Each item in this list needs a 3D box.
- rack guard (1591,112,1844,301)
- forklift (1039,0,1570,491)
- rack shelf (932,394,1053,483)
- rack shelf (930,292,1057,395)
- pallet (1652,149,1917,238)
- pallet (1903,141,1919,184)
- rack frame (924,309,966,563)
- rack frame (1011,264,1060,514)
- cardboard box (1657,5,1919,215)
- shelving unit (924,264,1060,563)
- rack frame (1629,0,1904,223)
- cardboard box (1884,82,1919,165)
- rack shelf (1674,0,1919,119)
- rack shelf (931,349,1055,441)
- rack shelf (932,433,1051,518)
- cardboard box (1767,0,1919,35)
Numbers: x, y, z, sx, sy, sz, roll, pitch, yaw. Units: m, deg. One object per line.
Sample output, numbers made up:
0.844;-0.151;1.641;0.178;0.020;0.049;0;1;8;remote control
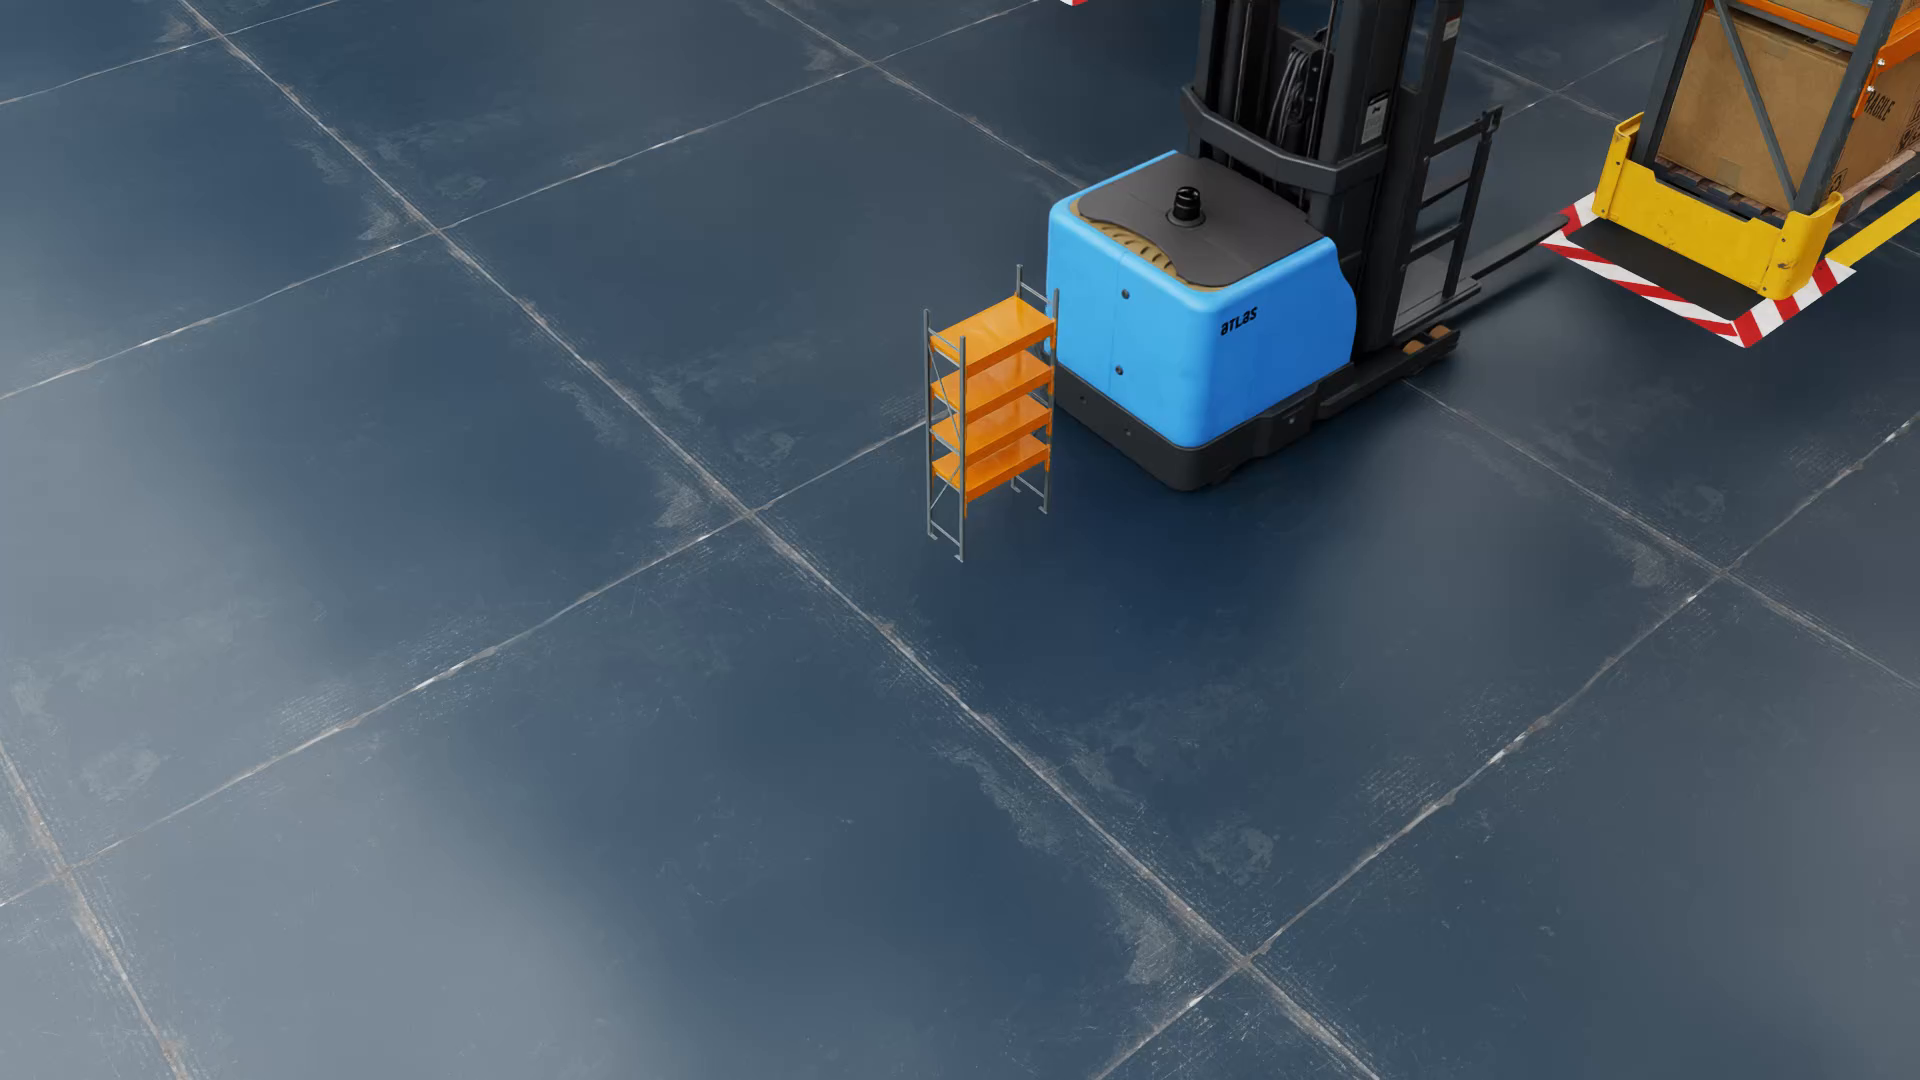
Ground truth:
3.996;-1.789;8.843;0.348;0.500;1.175;-30;51;-28;rack guard
1.842;-2.136;7.437;3.031;2.935;1.130;-29;50;-27;forklift
0.127;-0.461;7.016;0.480;0.148;0.258;-30;51;-28;rack shelf
0.127;-0.796;6.701;0.480;0.148;0.258;-30;51;-28;rack shelf
4.577;-2.086;9.371;1.213;0.211;1.003;-30;51;-28;pallet
5.513;-2.619;9.938;1.213;0.211;1.003;-30;51;-28;pallet
-0.060;-0.403;6.856;0.015;1.200;0.240;-30;51;-28;rack frame
0.314;-0.617;7.084;0.015;1.200;0.240;-30;51;-28;rack frame
4.492;-2.421;8.936;0.875;0.875;0.875;-29;51;-28;cardboard box
0.127;-0.510;6.970;0.503;1.200;0.258;-30;51;-28;shelving unit
4.014;-2.710;7.998;0.127;3.000;1.000;-30;51;-28;rack frame
5.166;-2.809;9.349;0.875;0.875;0.875;-31;51;-28;cardboard box
5.548;-3.326;9.180;4.000;0.370;1.077;-30;51;-28;rack shelf
0.127;-0.624;6.863;0.480;0.148;0.258;-30;51;-28;rack shelf
0.127;-0.316;7.152;0.480;0.148;0.258;-30;51;-28;rack shelf
4.270;-2.952;8.146;0.550;0.550;0.875;-30;51;-28;cardboard box
